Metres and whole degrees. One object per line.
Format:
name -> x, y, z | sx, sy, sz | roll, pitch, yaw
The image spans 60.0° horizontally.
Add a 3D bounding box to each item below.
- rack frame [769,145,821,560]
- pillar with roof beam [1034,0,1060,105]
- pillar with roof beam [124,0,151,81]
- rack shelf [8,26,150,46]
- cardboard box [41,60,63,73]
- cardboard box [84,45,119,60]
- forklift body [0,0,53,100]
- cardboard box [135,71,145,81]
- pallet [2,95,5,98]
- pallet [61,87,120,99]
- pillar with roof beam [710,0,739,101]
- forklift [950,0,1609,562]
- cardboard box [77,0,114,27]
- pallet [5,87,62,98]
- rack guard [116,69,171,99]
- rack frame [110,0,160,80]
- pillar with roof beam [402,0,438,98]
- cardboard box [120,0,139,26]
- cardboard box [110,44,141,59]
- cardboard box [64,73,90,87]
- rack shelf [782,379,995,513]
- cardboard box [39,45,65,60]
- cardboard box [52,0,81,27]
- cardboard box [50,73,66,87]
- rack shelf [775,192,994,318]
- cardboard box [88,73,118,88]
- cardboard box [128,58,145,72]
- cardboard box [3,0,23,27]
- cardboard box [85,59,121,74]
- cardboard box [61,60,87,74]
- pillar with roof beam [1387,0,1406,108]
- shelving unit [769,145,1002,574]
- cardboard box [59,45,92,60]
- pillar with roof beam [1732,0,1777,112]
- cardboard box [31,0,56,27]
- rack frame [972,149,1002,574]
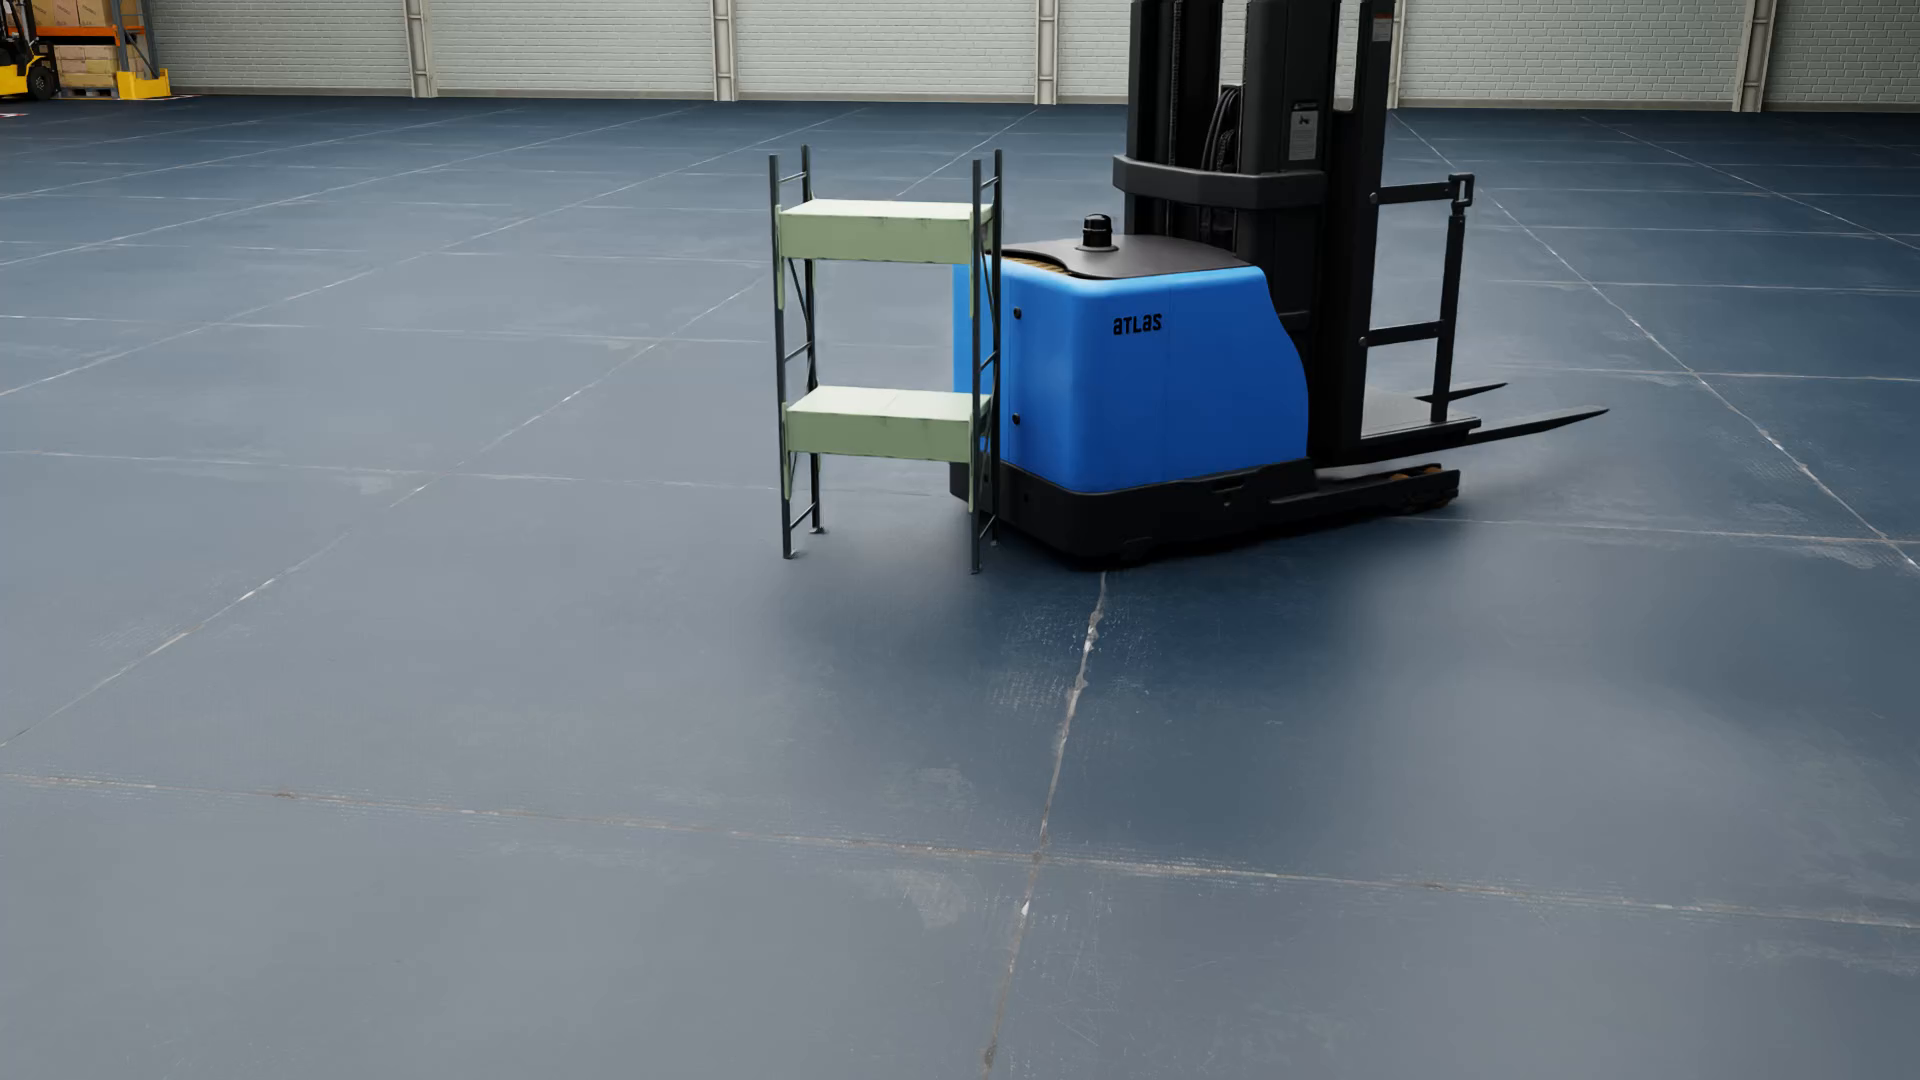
rack frame -> -0.615, -0.699, 6.248 | 0.023, 1.500, 0.400 | 4, 19, 12
pillar with roof beam -> 0.881, -10.836, 24.725 | 0.400, 9.000, 9.100 | 3, 19, 9
pillar with roof beam -> -16.891, -11.742, 27.432 | 0.400, 9.000, 9.100 | 3, 19, 9
rack shelf -> -17.638, -9.688, 31.881 | 4.000, 0.370, 1.077 | 3, 19, 9
cardboard box -> -17.200, -9.035, 31.681 | 0.500, 0.250, 0.500 | 2, 19, 7
cardboard box -> -16.168, -9.223, 31.454 | 0.500, 0.250, 0.500 | 4, 19, 10
forklift body -> -17.825, -9.050, 30.178 | 1.214, 2.155, 2.313 | 3, 19, 9
cardboard box -> -16.117, -8.909, 32.093 | 0.500, 0.250, 0.500 | 3, 19, 9
pallet -> -18.834, -8.754, 32.351 | 1.213, 0.211, 1.003 | 3, 19, 9
pallet -> -16.425, -8.631, 31.984 | 1.213, 0.211, 1.003 | 3, 19, 9
pillar with roof beam -> -5.043, -11.138, 25.627 | 0.400, 9.000, 9.100 | 3, 19, 9
forklift -> 1.493, -1.630, 6.773 | 3.031, 2.935, 1.130 | -10, 21, -28
cardboard box -> -16.191, -9.918, 31.278 | 0.500, 0.500, 0.500 | 3, 19, 7
pallet -> -17.626, -8.693, 32.170 | 1.213, 0.211, 1.003 | 3, 19, 9
rack guard -> -15.640, -8.742, 31.859 | 0.348, 0.500, 1.175 | 3, 19, 9
rack frame -> -15.664, -9.928, 31.466 | 0.127, 3.000, 1.000 | 3, 19, 9
pillar with roof beam -> -10.967, -11.440, 26.530 | 0.400, 9.000, 9.100 | 3, 19, 9
cardboard box -> -16.109, -10.088, 31.785 | 0.500, 0.500, 0.500 | 4, 19, 10
cardboard box -> -16.108, -9.381, 31.927 | 0.500, 0.250, 0.500 | 3, 19, 8
cardboard box -> -16.667, -8.776, 31.694 | 0.500, 0.250, 0.500 | 3, 19, 9
rack shelf -> -0.258, -0.364, 6.273 | 0.720, 0.370, 0.431 | 4, 19, 12
cardboard box -> -17.173, -9.269, 31.592 | 0.500, 0.250, 0.500 | 3, 19, 9
cardboard box -> -16.702, -9.947, 31.365 | 0.500, 0.500, 0.500 | 4, 19, 10
cardboard box -> -17.160, -8.804, 31.778 | 0.500, 0.250, 0.500 | 3, 19, 9
rack shelf -> -0.258, -1.043, 6.046 | 0.720, 0.370, 0.431 | 4, 19, 12
cardboard box -> -16.178, -8.748, 31.611 | 0.500, 0.250, 0.500 | 3, 19, 9
cardboard box -> -16.095, -9.149, 32.022 | 0.500, 0.250, 0.500 | 3, 19, 10
cardboard box -> -17.706, -9.995, 31.507 | 0.500, 0.500, 0.500 | 3, 19, 9
cardboard box -> -16.194, -8.987, 31.537 | 0.500, 0.250, 0.500 | 3, 19, 8
cardboard box -> -16.687, -9.016, 31.623 | 0.500, 0.250, 0.500 | 3, 19, 8
pillar with roof beam -> 6.805, -10.534, 23.822 | 0.400, 9.000, 9.100 | 3, 19, 9
shelving unit -> -0.258, -0.673, 6.170 | 0.755, 1.500, 0.431 | 4, 19, 12
cardboard box -> -16.673, -9.247, 31.526 | 0.500, 0.250, 0.500 | 3, 19, 10
pillar with roof beam -> 12.729, -10.232, 22.920 | 0.400, 9.000, 9.100 | 3, 19, 9
cardboard box -> -17.208, -9.973, 31.442 | 0.500, 0.500, 0.500 | 3, 19, 8
rack frame -> 0.099, -0.647, 6.092 | 0.023, 1.500, 0.400 | 4, 19, 12
